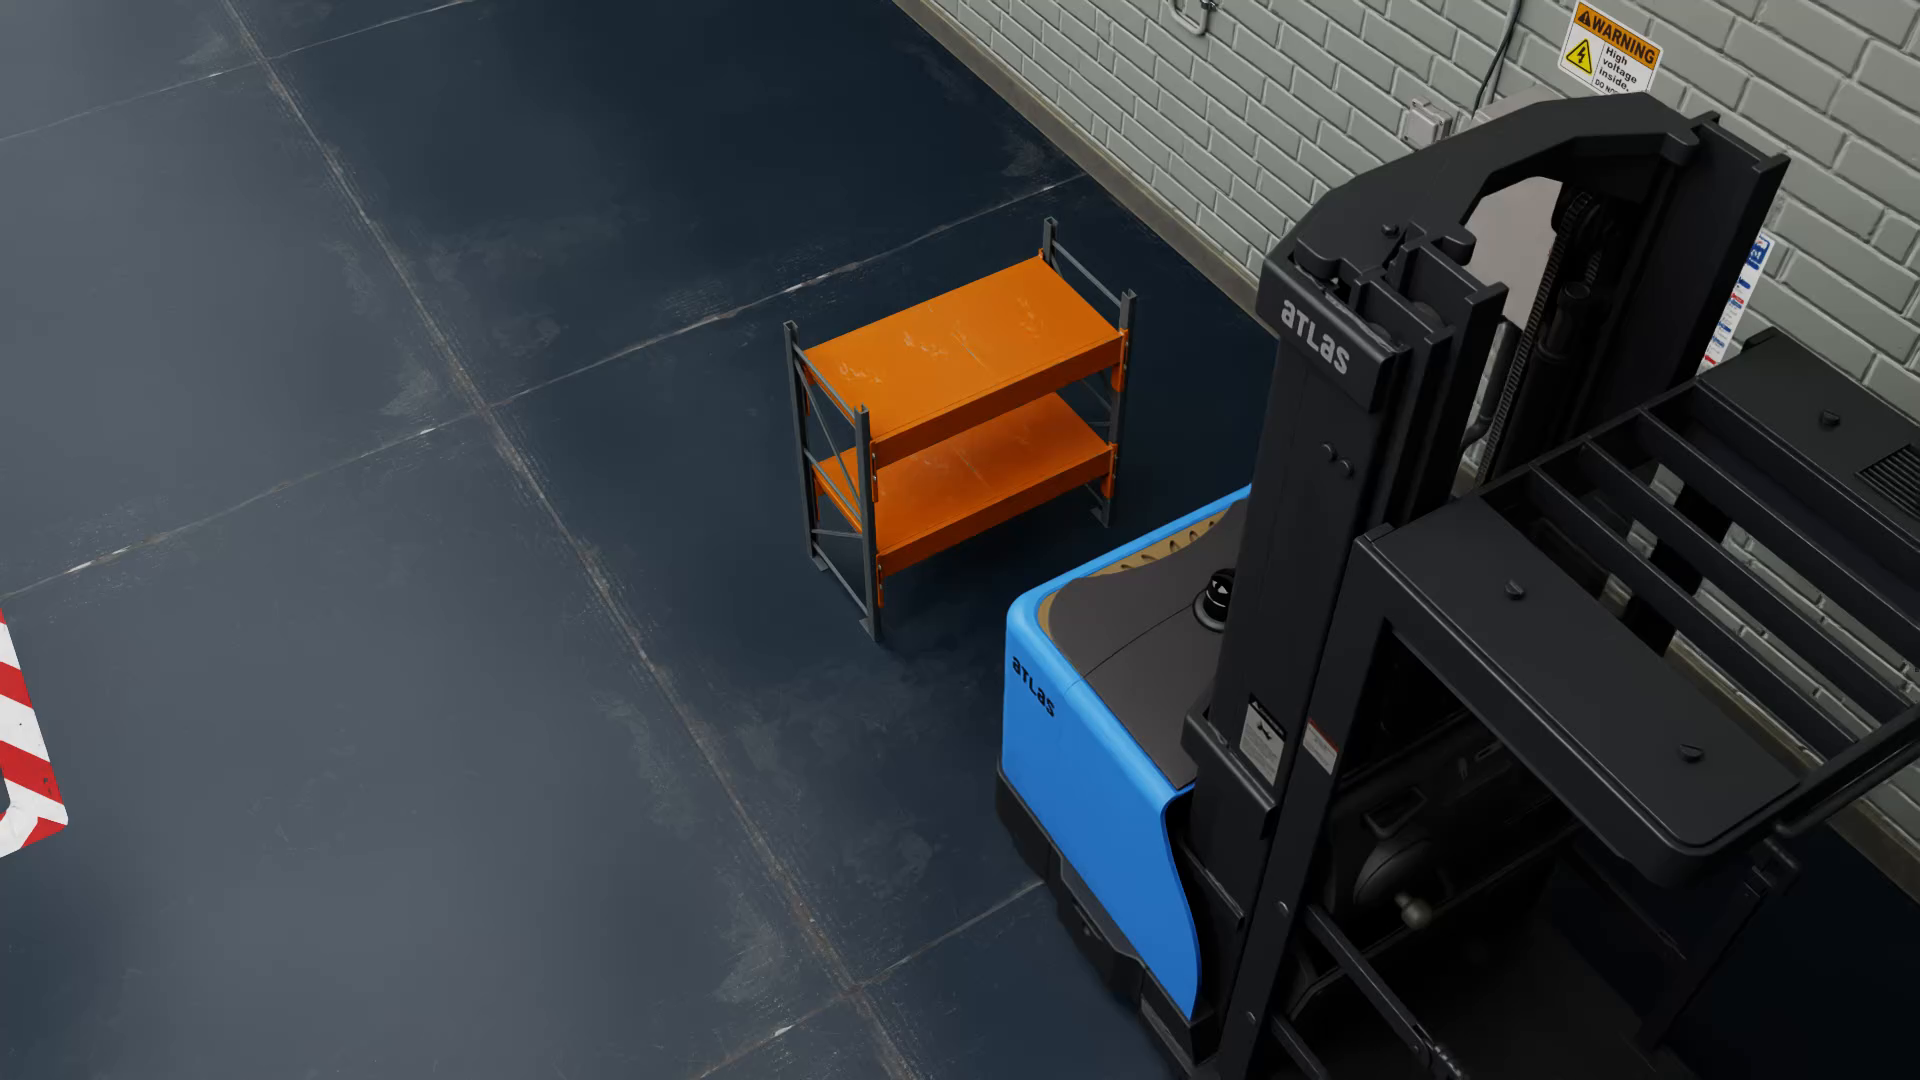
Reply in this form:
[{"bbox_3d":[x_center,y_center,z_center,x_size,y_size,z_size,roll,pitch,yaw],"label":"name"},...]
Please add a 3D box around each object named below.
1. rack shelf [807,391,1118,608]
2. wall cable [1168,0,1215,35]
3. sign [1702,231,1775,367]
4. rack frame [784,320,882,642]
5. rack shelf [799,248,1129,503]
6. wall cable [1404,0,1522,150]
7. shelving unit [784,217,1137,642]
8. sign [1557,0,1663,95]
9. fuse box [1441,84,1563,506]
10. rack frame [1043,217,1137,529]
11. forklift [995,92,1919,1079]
[{"bbox_3d":[0.006,-0.214,6.015,1.000,0.278,0.538,-25,53,-21],"label":"rack shelf"},{"bbox_3d":[0.796,-2.782,6.018,0.123,1.953,0.585,-25,53,-21],"label":"wall cable"},{"bbox_3d":[2.232,-0.788,5.007,0.001,0.494,0.329,-25,53,-21],"label":"sign"},{"bbox_3d":[-0.424,-0.174,5.652,0.032,1.125,0.500,-25,53,-21],"label":"rack frame"},{"bbox_3d":[0.006,-0.571,5.614,1.000,0.278,0.538,-25,53,-21],"label":"rack shelf"},{"bbox_3d":[1.562,-1.881,5.236,0.122,1.984,0.588,-25,53,-21],"label":"wall cable"},{"bbox_3d":[0.006,-0.377,5.832,1.048,1.125,0.538,-25,53,-21],"label":"shelving unit"},{"bbox_3d":[1.939,-1.441,4.972,0.001,0.242,0.339,-25,53,-21],"label":"sign"},{"bbox_3d":[1.793,-0.620,5.657,0.414,1.711,0.539,-25,53,-21],"label":"fuse box"},{"bbox_3d":[0.436,-0.579,6.013,0.032,1.125,0.500,-25,53,-21],"label":"rack frame"},{"bbox_3d":[1.314,0.663,3.697,1.130,2.935,3.031,-25,53,-20],"label":"forklift"}]
